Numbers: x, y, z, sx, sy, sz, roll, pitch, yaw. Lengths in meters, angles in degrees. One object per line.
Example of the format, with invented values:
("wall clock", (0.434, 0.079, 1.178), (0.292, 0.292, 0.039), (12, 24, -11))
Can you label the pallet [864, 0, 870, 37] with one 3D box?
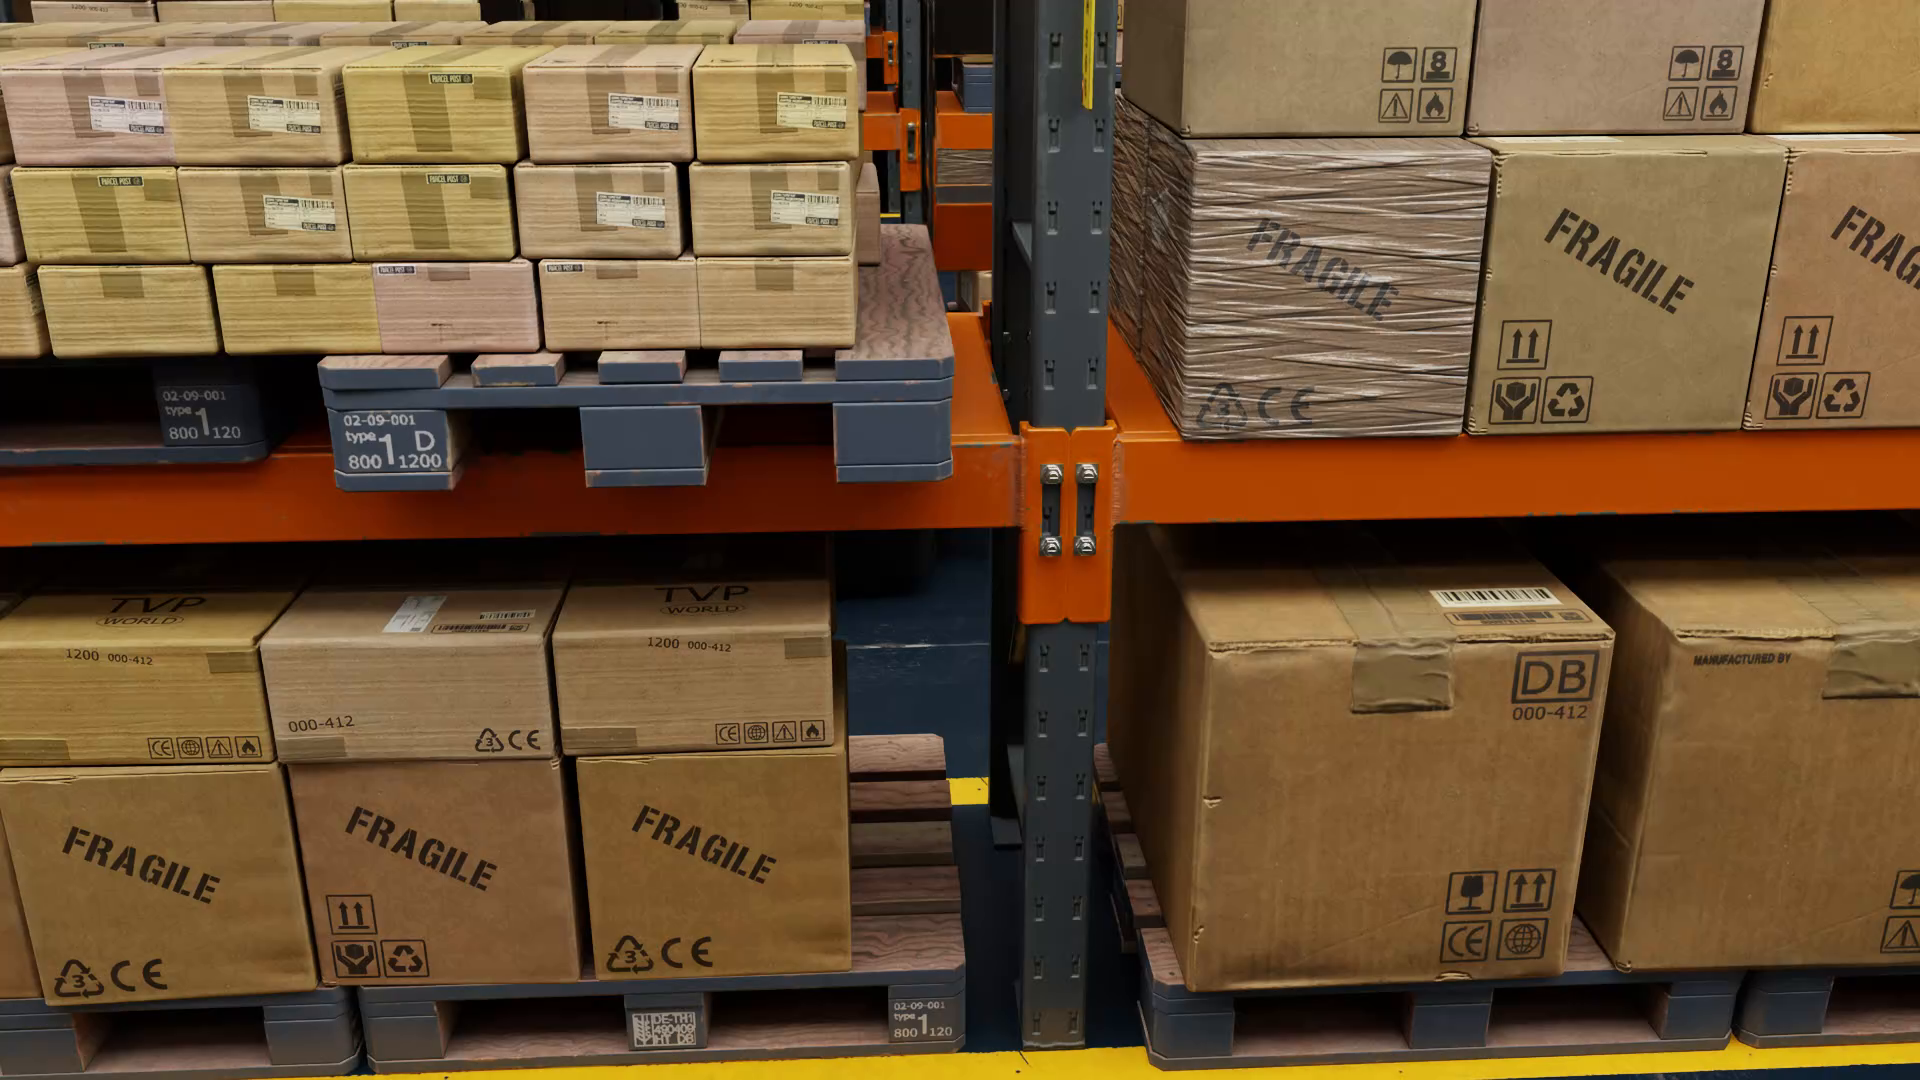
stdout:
("pallet", (-1.180, -3.930, 12.497), (1.003, 0.211, 1.213), (-1, 21, -3))

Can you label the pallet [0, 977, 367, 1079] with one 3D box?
("pallet", (-1.832, 0.803, 3.714), (1.213, 0.211, 1.003), (-1, 21, -3))

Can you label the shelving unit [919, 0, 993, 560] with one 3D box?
("shelving unit", (0.131, -0.990, 5.769), (0.503, 2.100, 0.431), (-2, 21, -5))

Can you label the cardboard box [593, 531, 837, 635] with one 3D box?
("cardboard box", (-0.539, 0.011, 3.746), (0.500, 0.250, 0.500), (-2, 21, -6))

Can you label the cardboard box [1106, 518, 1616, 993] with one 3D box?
("cardboard box", (0.777, 0.336, 3.594), (0.750, 0.750, 1.050), (-1, 21, -4))

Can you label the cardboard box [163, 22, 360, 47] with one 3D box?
("cardboard box", (-1.357, -0.934, 3.285), (0.250, 0.149, 0.380), (0, 21, -1))

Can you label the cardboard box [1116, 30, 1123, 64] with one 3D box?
("cardboard box", (0.675, -2.297, 7.703), (0.250, 0.149, 0.380), (-3, 21, -7))

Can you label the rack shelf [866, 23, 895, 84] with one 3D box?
("rack shelf", (-2.504, -3.681, 12.586), (4.000, 0.370, 1.077), (-1, 21, -3))

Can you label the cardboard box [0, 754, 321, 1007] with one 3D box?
("cardboard box", (-1.524, 0.565, 3.344), (0.500, 0.500, 0.500), (-2, 21, -5))

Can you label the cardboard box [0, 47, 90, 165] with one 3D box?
("cardboard box", (-1.591, -0.697, 2.664), (0.250, 0.149, 0.380), (0, 21, 0))

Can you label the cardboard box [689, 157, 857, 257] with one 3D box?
("cardboard box", (-0.304, -0.585, 2.786), (0.250, 0.149, 0.380), (-1, 21, -2))

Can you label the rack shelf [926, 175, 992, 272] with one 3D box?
("rack shelf", (0.131, -0.977, 5.774), (0.480, 0.518, 0.431), (-2, 21, -5))

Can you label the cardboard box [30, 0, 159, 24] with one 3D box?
("cardboard box", (-3.758, -2.286, 7.418), (0.500, 0.250, 0.500), (-2, 21, -5))

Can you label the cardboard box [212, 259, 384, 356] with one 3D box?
("cardboard box", (-1.057, -0.431, 2.800), (0.250, 0.149, 0.380), (-1, 21, -4))

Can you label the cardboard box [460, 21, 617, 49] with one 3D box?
("cardboard box", (-0.822, -0.945, 3.315), (0.250, 0.149, 0.380), (-1, 21, -3))

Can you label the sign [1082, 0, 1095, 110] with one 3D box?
("sign", (0.204, -0.850, 2.623), (0.005, 0.325, 0.100), (-1, 21, -3))

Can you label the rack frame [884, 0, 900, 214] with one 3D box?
("rack frame", (-0.507, -4.058, 12.565), (0.127, 3.000, 1.000), (-1, 21, -3))

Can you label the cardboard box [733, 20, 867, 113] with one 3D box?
("cardboard box", (-0.313, -0.955, 3.340), (0.250, 0.149, 0.380), (-1, 21, -3))

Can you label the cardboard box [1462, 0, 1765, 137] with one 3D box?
("cardboard box", (1.117, -1.069, 3.168), (0.500, 0.500, 0.700), (-1, 21, -4))

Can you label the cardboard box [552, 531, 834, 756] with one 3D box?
("cardboard box", (-0.504, 0.190, 3.276), (0.500, 0.250, 0.500), (-2, 21, -4))

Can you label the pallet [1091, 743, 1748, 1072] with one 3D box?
("pallet", (0.955, 0.775, 3.788), (1.213, 0.211, 1.003), (-1, 21, -3))

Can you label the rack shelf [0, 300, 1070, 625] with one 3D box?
("rack shelf", (-1.833, -0.162, 3.342), (4.000, 0.370, 1.077), (-1, 21, -3))

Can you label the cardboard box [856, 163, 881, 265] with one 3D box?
("cardboard box", (-0.295, -0.680, 3.455), (0.250, 0.149, 0.380), (-1, 21, -4))

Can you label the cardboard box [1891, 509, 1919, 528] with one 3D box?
("cardboard box", (2.579, 0.298, 3.694), (0.750, 0.750, 1.050), (-1, 21, -3))

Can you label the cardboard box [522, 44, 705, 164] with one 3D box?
("cardboard box", (-0.551, -0.719, 2.719), (0.250, 0.149, 0.380), (-1, 21, -4))

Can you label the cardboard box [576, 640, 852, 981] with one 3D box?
("cardboard box", (-0.479, 0.539, 3.411), (0.500, 0.500, 0.500), (-1, 21, -3))

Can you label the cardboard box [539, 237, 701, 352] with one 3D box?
("cardboard box", (-0.551, -0.440, 2.824), (0.250, 0.149, 0.380), (-1, 21, -3))

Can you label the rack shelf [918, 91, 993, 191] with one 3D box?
("rack shelf", (1.777, -2.000, 8.168), (4.000, 0.370, 1.077), (-1, 21, -3))

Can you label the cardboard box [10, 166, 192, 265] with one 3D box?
("cardboard box", (-1.331, -0.563, 2.730), (0.250, 0.149, 0.380), (-1, 21, -3))

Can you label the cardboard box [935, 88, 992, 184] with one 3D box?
("cardboard box", (0.116, -3.153, 12.933), (0.625, 0.625, 0.875), (-1, 21, -1))

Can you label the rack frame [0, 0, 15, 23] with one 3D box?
("rack frame", (-4.213, -2.214, 7.720), (0.127, 3.000, 1.000), (-1, 21, -3))

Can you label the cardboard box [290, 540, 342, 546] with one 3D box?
("cardboard box", (-1.540, 0.027, 3.704), (0.500, 0.250, 0.500), (-1, 21, -3))

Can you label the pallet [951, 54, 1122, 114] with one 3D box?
("pallet", (0.485, -2.258, 8.105), (1.003, 0.211, 1.213), (-1, 21, -3))

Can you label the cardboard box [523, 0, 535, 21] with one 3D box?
("cardboard box", (-1.711, -2.329, 7.531), (0.500, 0.250, 0.500), (-2, 21, -4))

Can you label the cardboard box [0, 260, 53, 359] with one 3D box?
("cardboard box", (-1.584, -0.420, 2.772), (0.250, 0.149, 0.380), (-1, 21, -1))

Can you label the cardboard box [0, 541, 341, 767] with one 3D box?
("cardboard box", (-1.516, 0.209, 3.226), (0.500, 0.250, 0.500), (-1, 21, -2))

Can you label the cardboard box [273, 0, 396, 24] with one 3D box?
("cardboard box", (-2.734, -2.308, 7.474), (0.500, 0.250, 0.500), (-1, 21, -2))

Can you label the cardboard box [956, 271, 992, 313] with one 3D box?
("cardboard box", (0.345, -1.271, 8.347), (0.625, 0.372, 0.950), (-3, 21, -7))

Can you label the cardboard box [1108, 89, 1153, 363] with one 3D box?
("cardboard box", (0.598, -0.690, 3.577), (0.500, 0.500, 0.500), (-1, 21, -3))

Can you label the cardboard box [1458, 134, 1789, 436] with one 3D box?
("cardboard box", (1.135, -0.510, 3.104), (0.500, 0.500, 0.500), (-1, 21, -4))

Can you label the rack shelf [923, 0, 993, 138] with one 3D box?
("rack shelf", (0.131, -1.631, 5.525), (0.480, 0.518, 0.431), (-2, 21, -5))

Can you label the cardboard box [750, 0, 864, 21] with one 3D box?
("cardboard box", (-0.689, -2.359, 7.608), (0.500, 0.250, 0.500), (-1, 21, -3))

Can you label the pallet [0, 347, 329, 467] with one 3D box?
("pallet", (-1.810, -0.394, 3.211), (1.213, 0.211, 1.003), (-1, 21, -3))

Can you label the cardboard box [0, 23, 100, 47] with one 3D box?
("cardboard box", (-1.870, -0.924, 3.259), (0.250, 0.149, 0.380), (-1, 21, -4))

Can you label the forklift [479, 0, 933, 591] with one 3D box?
("forklift", (-1.640, -1.315, 5.457), (3.031, 2.935, 1.130), (-2, 21, -5))

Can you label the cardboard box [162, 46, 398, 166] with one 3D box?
("cardboard box", (-1.078, -0.706, 2.688), (0.250, 0.149, 0.380), (-1, 21, -1))

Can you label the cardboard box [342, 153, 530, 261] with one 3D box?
("cardboard box", (-0.833, -0.573, 2.754), (0.250, 0.149, 0.380), (-1, 21, -2))
